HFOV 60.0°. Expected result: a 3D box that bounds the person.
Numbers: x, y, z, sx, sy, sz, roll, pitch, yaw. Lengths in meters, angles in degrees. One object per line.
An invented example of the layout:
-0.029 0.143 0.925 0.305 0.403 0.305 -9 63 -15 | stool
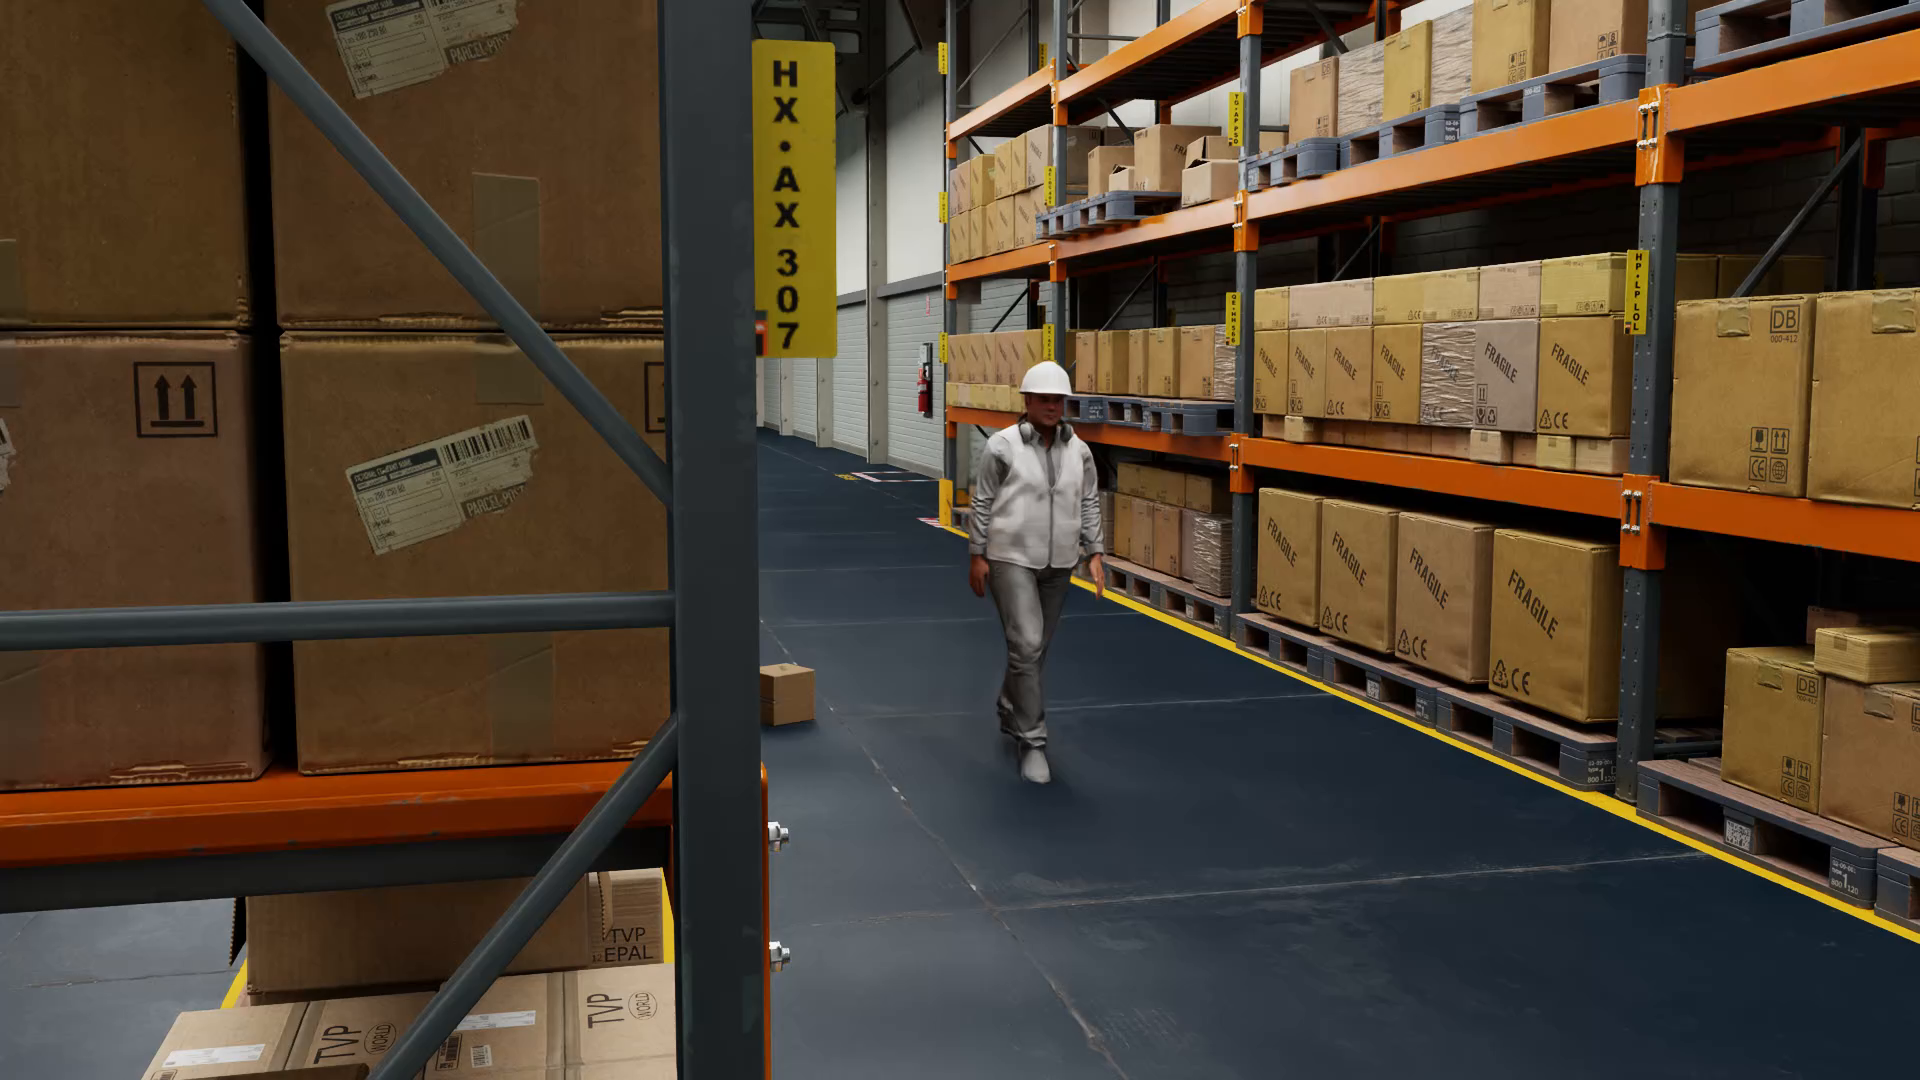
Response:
0.332 0.115 7.364 0.564 1.802 0.795 -3 7 -26 | person
